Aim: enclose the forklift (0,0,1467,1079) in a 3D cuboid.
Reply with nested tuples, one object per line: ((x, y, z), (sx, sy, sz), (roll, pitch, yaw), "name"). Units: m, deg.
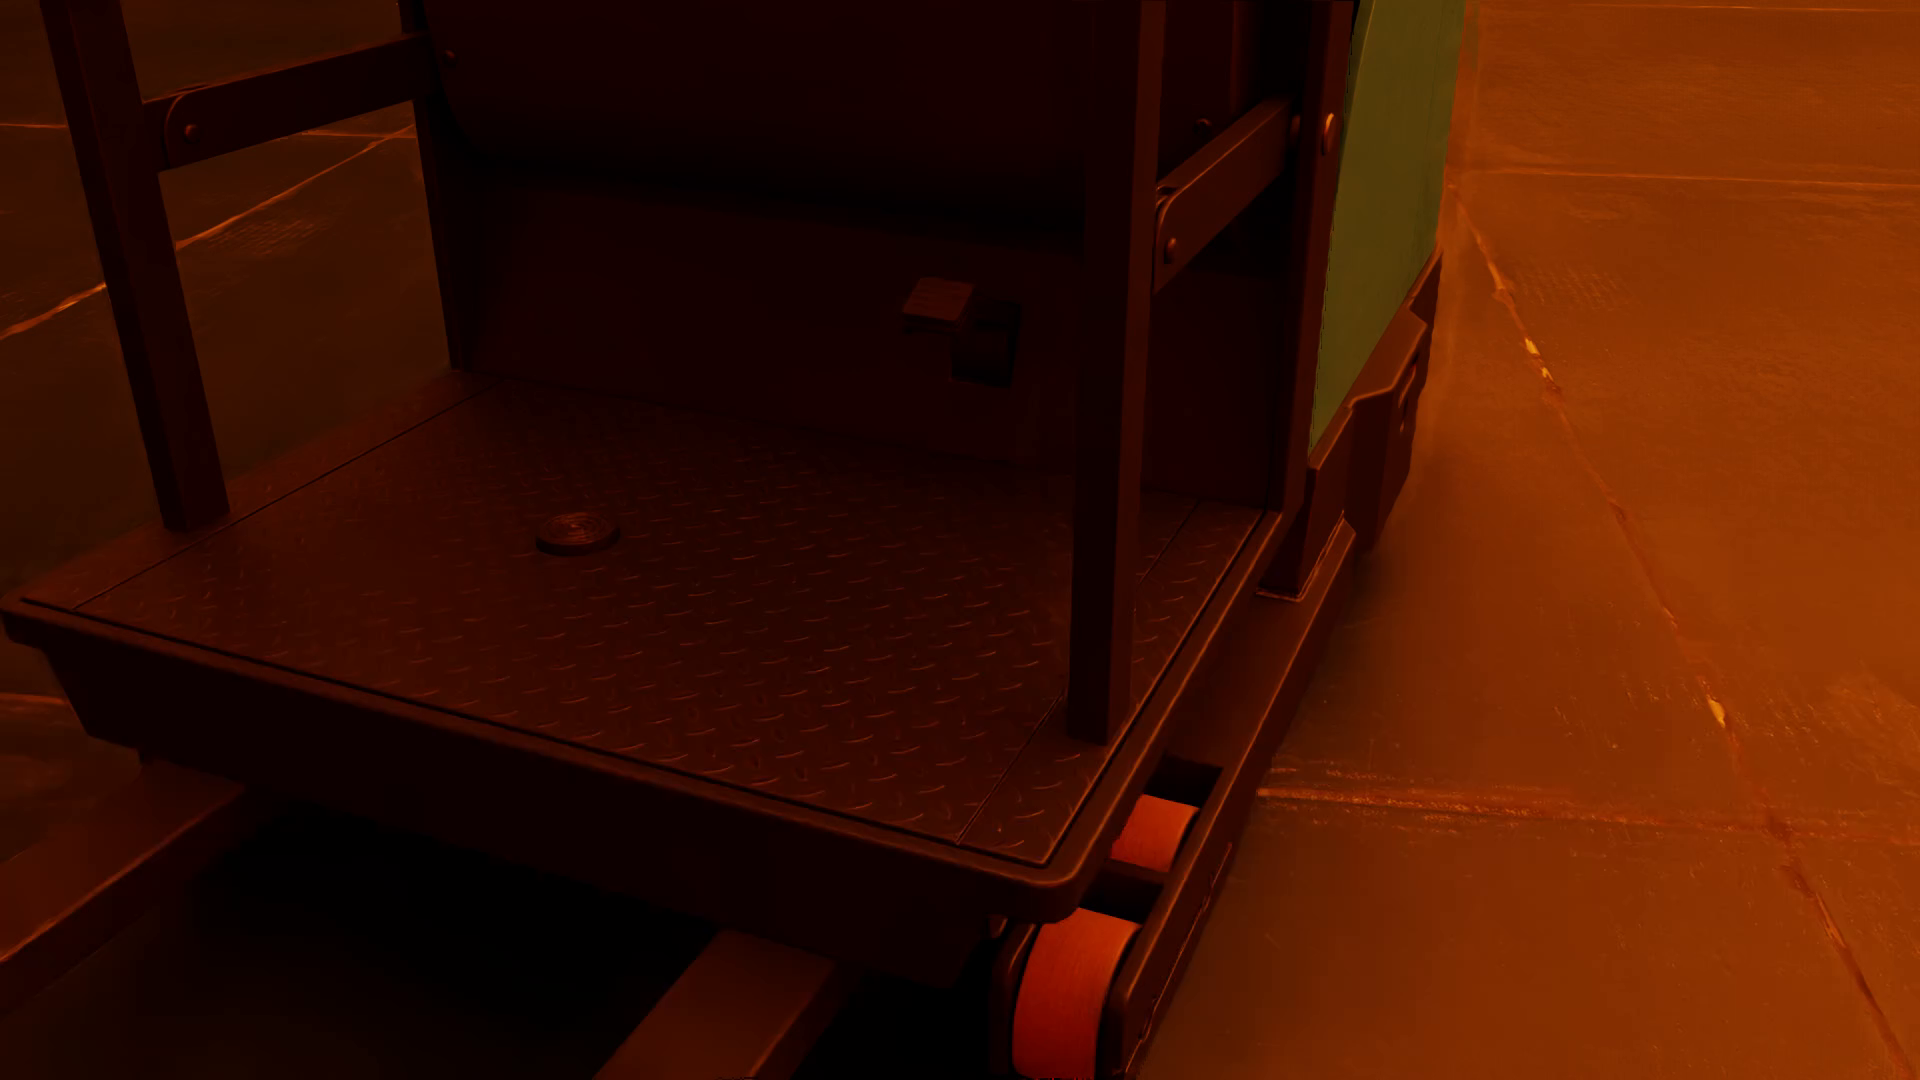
((-0.236, -1.030, 1.282), (1.130, 2.935, 3.031), (11, 29, 21), "forklift")
